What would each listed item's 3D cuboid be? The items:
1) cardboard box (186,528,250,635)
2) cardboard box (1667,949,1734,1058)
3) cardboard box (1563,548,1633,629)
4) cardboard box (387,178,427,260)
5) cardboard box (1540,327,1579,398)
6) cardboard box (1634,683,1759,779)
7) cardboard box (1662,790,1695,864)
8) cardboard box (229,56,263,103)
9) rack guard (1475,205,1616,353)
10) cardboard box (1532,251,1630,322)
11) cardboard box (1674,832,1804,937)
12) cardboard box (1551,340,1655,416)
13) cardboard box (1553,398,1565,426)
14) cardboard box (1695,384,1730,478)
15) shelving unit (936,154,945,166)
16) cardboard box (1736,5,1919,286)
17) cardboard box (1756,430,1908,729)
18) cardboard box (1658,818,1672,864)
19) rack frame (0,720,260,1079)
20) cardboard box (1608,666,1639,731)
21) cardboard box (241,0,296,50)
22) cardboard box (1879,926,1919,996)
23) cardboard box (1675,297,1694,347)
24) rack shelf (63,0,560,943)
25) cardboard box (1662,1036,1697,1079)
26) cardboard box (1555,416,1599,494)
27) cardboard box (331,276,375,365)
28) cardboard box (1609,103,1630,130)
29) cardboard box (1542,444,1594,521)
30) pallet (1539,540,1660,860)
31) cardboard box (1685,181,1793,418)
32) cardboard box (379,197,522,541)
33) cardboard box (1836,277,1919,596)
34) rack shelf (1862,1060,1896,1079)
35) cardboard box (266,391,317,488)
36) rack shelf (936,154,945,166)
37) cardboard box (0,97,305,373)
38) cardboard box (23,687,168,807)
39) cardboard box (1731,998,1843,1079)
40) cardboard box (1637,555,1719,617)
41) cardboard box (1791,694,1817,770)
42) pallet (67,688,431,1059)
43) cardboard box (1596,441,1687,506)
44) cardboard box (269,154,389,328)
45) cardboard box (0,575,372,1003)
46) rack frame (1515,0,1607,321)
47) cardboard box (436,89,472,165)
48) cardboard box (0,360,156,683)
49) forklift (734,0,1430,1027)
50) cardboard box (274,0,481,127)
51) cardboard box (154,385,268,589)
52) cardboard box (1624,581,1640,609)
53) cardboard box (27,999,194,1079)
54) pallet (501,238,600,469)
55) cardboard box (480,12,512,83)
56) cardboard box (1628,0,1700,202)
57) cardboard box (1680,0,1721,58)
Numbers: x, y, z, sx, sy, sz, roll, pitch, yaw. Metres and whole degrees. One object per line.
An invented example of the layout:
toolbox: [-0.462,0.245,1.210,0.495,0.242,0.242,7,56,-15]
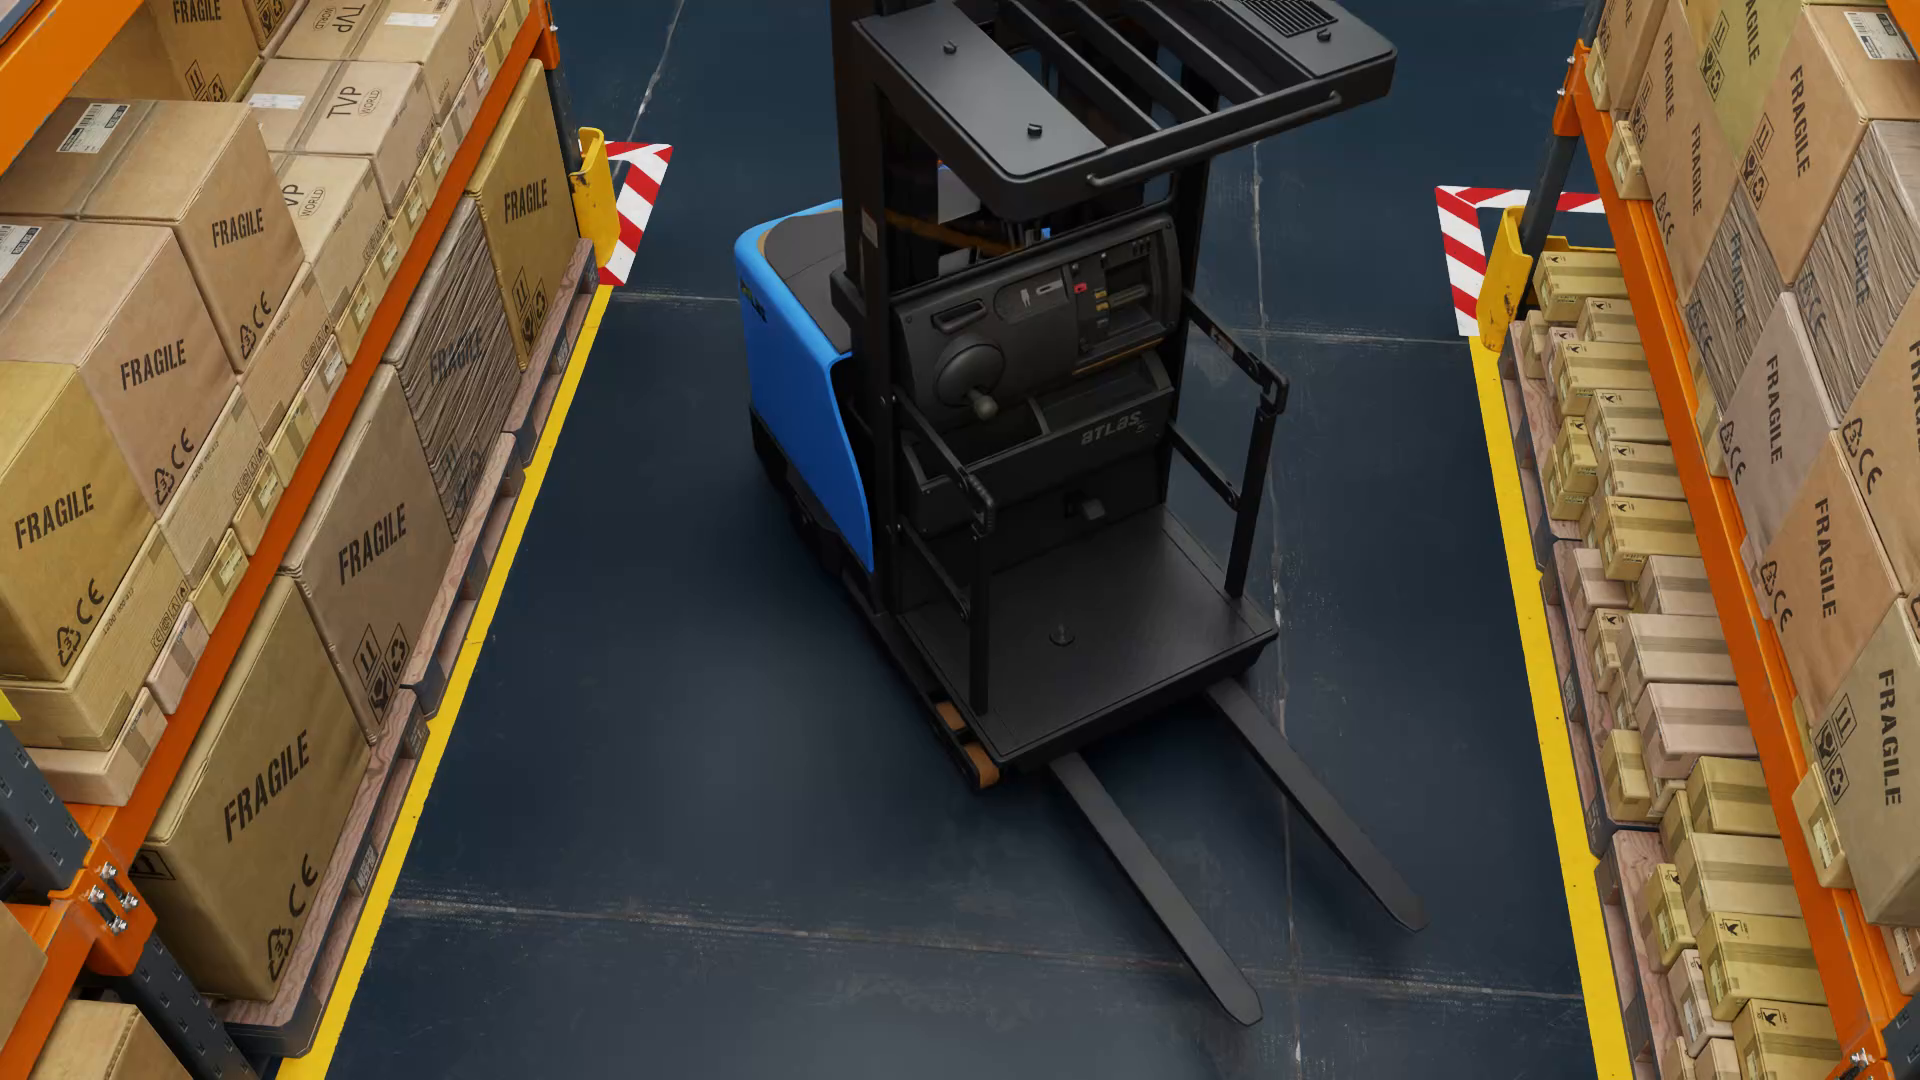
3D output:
cardboard box: [-2.090,0.090,4.305,0.380,0.149,0.250,5,48,5]
cardboard box: [2.159,1.262,4.508,0.380,0.149,0.250,2,48,2]
cardboard box: [2.305,0.172,5.707,0.380,0.149,0.250,2,48,2]
cardboard box: [-1.950,-1.042,5.341,0.380,0.149,0.250,4,48,4]
cardboard box: [2.415,-0.659,6.266,0.380,0.149,0.250,4,48,3]
cardboard box: [2.241,0.571,4.939,0.380,0.149,0.250,2,48,2]
cardboard box: [2.287,0.887,4.852,0.380,0.149,0.250,4,48,4]
cardboard box: [-2.534,-1.316,5.321,0.500,0.250,0.500,2,48,2]
rack guard: [2.792,-1.045,6.867,1.175,0.500,0.348,4,48,4]
cardboard box: [2.413,-0.963,6.342,0.380,0.149,0.250,2,48,2]
cardboard box: [2.207,0.962,4.582,0.380,0.149,0.250,3,48,3]
cardboard box: [2.357,-0.575,5.988,0.380,0.149,0.250,4,48,3]
cardboard box: [2.491,-0.563,6.379,0.380,0.149,0.250,4,48,3]
cardboard box: [2.299,-0.300,4.662,0.380,0.149,0.250,5,48,4]
shelving unit: [-0.174,-1.259,6.588,0.258,1.200,0.503,20,51,17]
cardboard box: [2.342,-0.977,4.164,0.500,0.500,0.500,3,48,2]
cardboard box: [2.246,0.105,3.852,0.500,0.500,0.500,3,48,2]
cardboard box: [2.343,0.935,5.009,0.380,0.149,0.250,3,48,3]
rack frame: [-2.492,0.587,3.680,0.949,2.616,0.053,4,48,4]
cardboard box: [2.316,0.556,5.356,0.380,0.149,0.250,5,48,4]
cardboard box: [-2.489,-1.953,5.396,0.500,0.500,0.500,3,48,3]
cardboard box: [2.228,0.854,3.606,0.380,0.149,0.250,3,48,3]
cardboard box: [2.397,-0.683,5.012,0.380,0.149,0.250,3,48,3]
rack shelf: [-2.313,-0.640,5.290,1.077,0.370,4.000,4,48,4]
cardboard box: [2.131,1.504,4.489,0.380,0.149,0.250,4,48,4]
cardboard box: [2.349,-0.292,5.930,0.380,0.149,0.250,5,48,5]
cardboard box: [-1.997,-0.669,4.999,0.380,0.149,0.250,3,48,2]
cardboard box: [2.461,-1.454,5.717,0.380,0.149,0.250,5,48,5]
cardboard box: [2.342,-0.199,6.047,0.380,0.149,0.250,4,48,4]
pallet: [2.569,0.541,5.612,1.003,0.211,1.213,4,48,4]
cardboard box: [2.362,-0.638,4.532,0.500,0.500,0.500,3,48,3]
cardboard box: [-2.192,-0.633,5.951,0.875,0.875,0.875,4,48,4]
cardboard box: [2.250,-0.221,3.472,0.500,0.500,0.500,3,48,2]
rack shelf: [2.253,2.707,2.229,1.077,0.370,4.000,4,48,4]
cardboard box: [-2.044,-0.291,4.654,0.380,0.149,0.250,3,48,3]
rack shelf: [-0.174,-1.364,6.473,0.258,0.148,0.480,20,51,17]
cardboard box: [-2.102,-0.795,4.336,0.500,0.500,0.500,3,48,2]
cardboard box: [-2.137,0.477,3.951,0.380,0.149,0.250,4,48,4]
cardboard box: [2.208,1.336,4.240,0.380,0.149,0.250,5,48,5]
cardboard box: [2.385,0.197,5.281,0.380,0.149,0.250,4,48,4]
cardboard box: [2.227,0.465,3.962,0.380,0.149,0.250,6,48,5]
pallet: [-2.348,0.975,5.216,1.003,0.211,1.213,4,48,4]
cardboard box: [2.383,-0.184,5.630,0.380,0.149,0.250,6,48,5]
cardboard box: [-2.047,-0.898,4.939,0.500,0.250,0.500,4,48,4]
cardboard box: [-2.355,0.683,4.748,0.875,0.875,0.875,4,48,4]
rack frame: [2.799,-1.944,5.996,1.000,3.000,0.127,4,48,4]
cardboard box: [-1.905,-1.424,5.690,0.380,0.149,0.250,5,48,4]
cardboard box: [-2.197,-0.051,3.655,0.500,0.500,0.500,4,48,4]
forklift: [0.358,-0.559,4.775,1.130,2.935,3.031,-23,51,-19]
cardboard box: [-1.958,-1.655,5.631,0.500,0.250,0.500,3,48,3]
cardboard box: [-2.141,-0.155,4.259,0.500,0.250,0.500,4,48,3]
cardboard box: [2.436,0.111,5.561,0.380,0.149,0.250,6,48,6]
cardboard box: [-2.534,1.634,3.878,1.225,0.875,0.875,4,48,4]
pallet: [-2.126,-0.818,6.855,1.003,0.211,1.213,4,48,4]
cardboard box: [-1.857,-1.793,6.027,0.380,0.149,0.250,4,48,4]
cardboard box: [2.460,-1.372,5.203,0.500,0.500,0.500,4,48,4]
cardboard box: [2.454,-1.733,4.855,0.500,0.500,0.500,5,48,5]
